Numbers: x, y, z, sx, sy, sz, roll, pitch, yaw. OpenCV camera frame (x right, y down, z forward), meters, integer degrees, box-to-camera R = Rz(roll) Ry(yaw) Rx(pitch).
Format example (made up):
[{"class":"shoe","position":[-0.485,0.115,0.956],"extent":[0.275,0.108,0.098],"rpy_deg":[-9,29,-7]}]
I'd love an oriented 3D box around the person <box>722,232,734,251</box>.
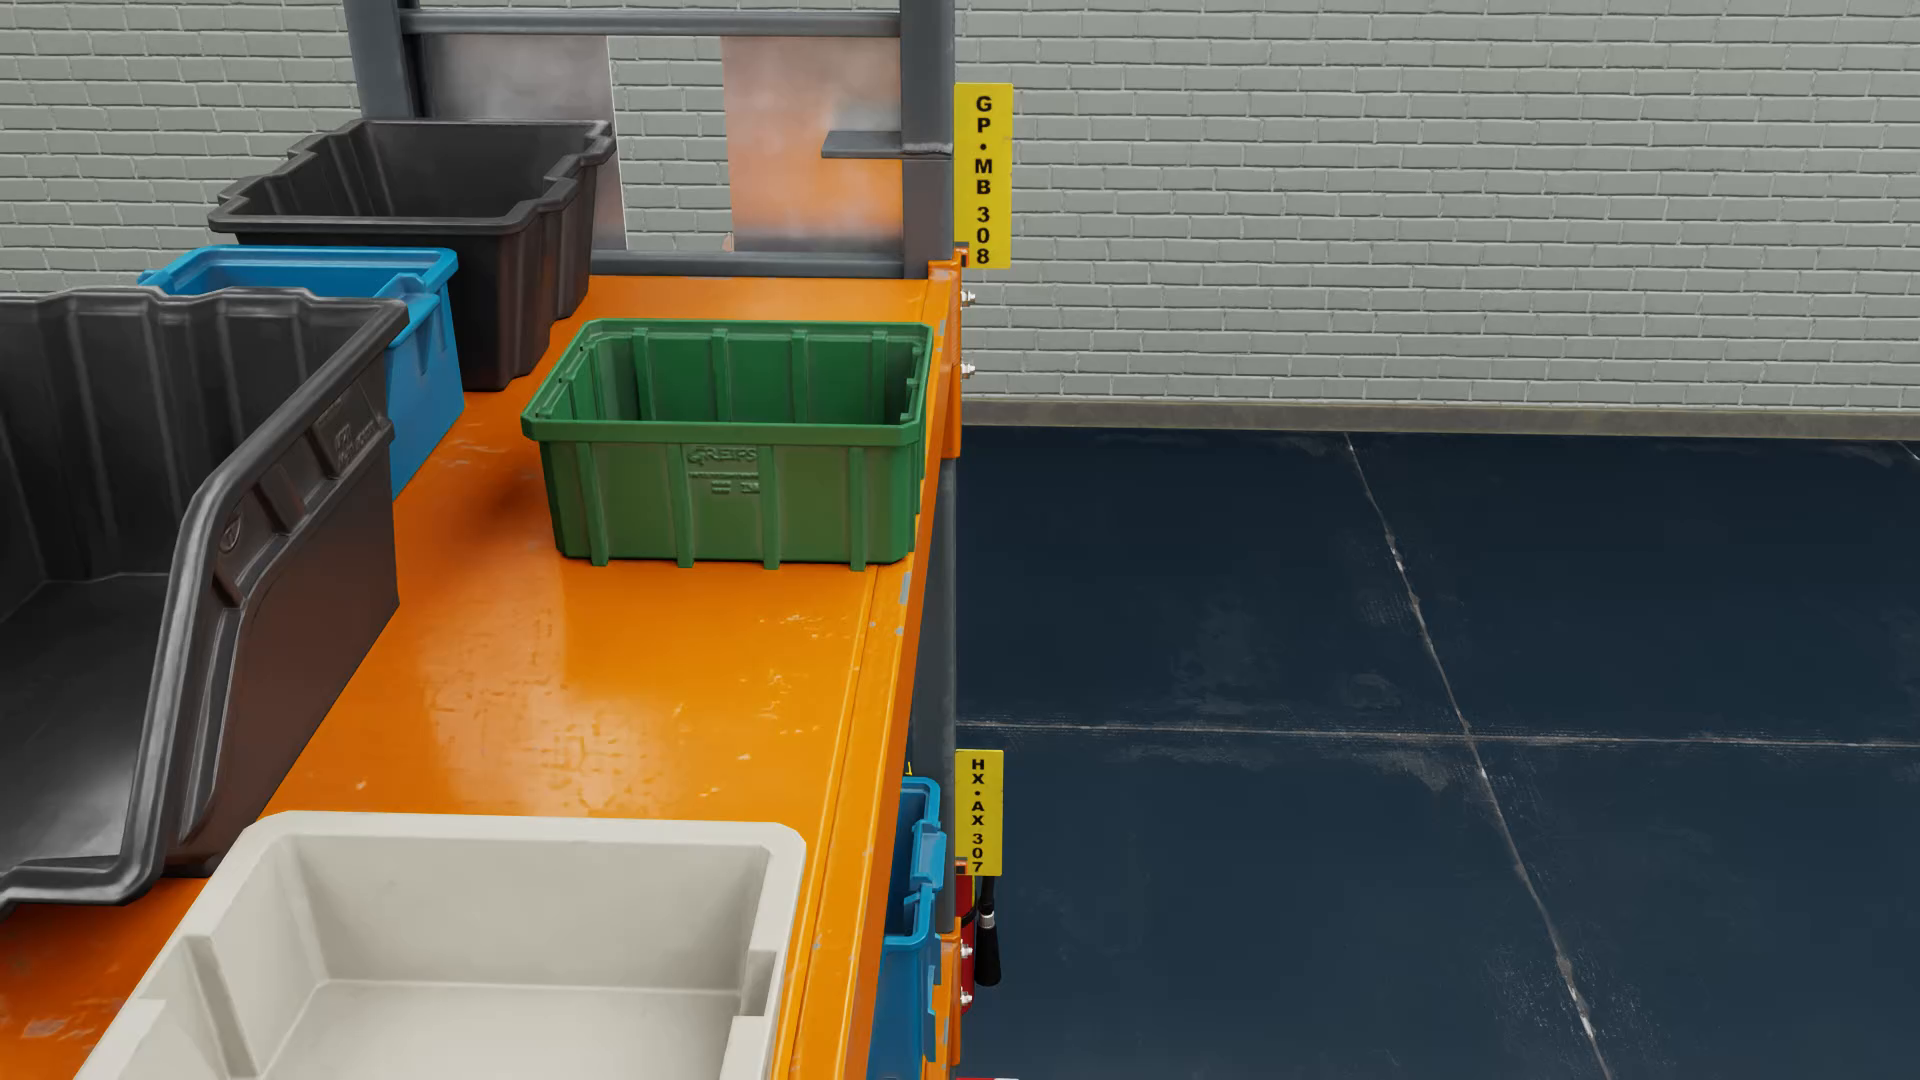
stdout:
[{"class":"person","position":[-0.799,-0.444,6.951],"extent":[0.658,1.771,0.611],"rpy_deg":[17,32,29]}]
